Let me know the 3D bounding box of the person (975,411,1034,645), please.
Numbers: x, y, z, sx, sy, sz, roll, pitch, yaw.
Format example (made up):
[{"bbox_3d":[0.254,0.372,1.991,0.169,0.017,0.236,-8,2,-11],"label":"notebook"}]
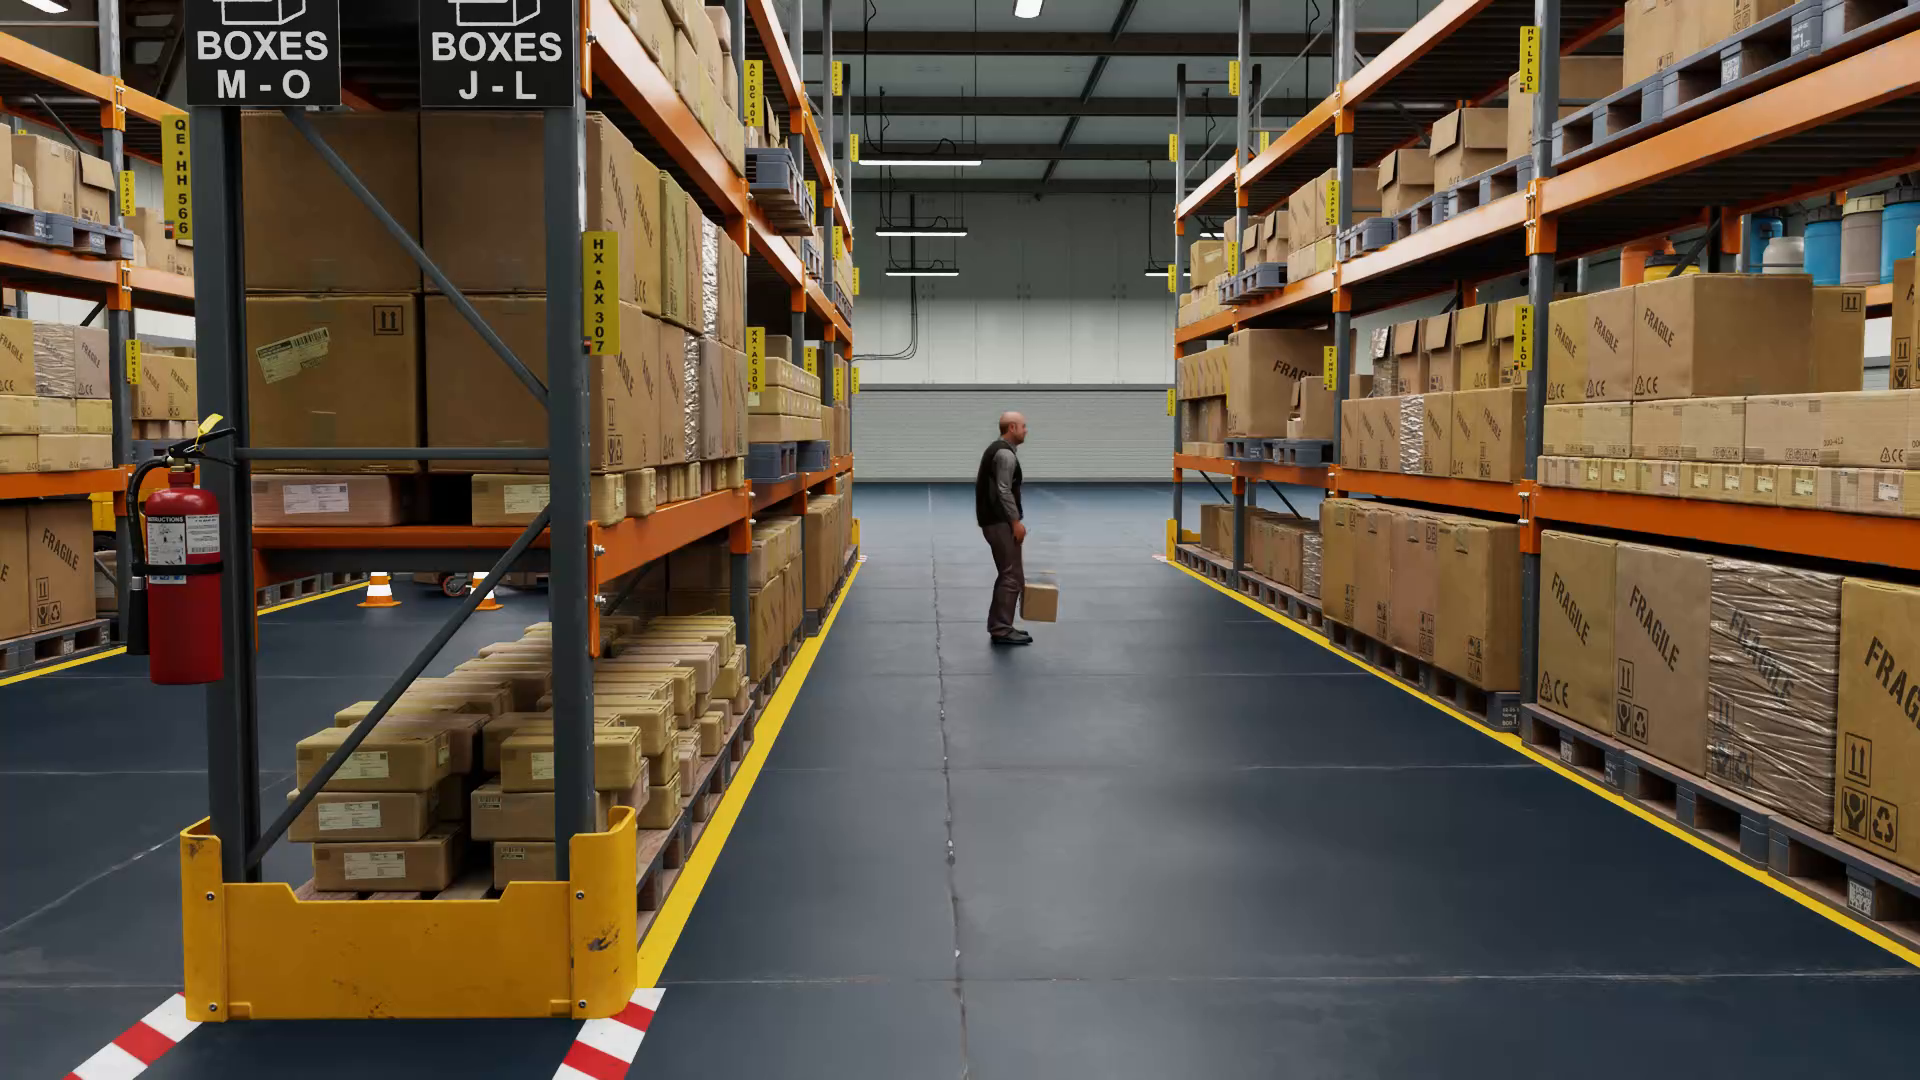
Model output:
[{"bbox_3d":[0.322,-0.100,12.448,0.418,1.723,0.566,0,4,-3],"label":"person"}]
